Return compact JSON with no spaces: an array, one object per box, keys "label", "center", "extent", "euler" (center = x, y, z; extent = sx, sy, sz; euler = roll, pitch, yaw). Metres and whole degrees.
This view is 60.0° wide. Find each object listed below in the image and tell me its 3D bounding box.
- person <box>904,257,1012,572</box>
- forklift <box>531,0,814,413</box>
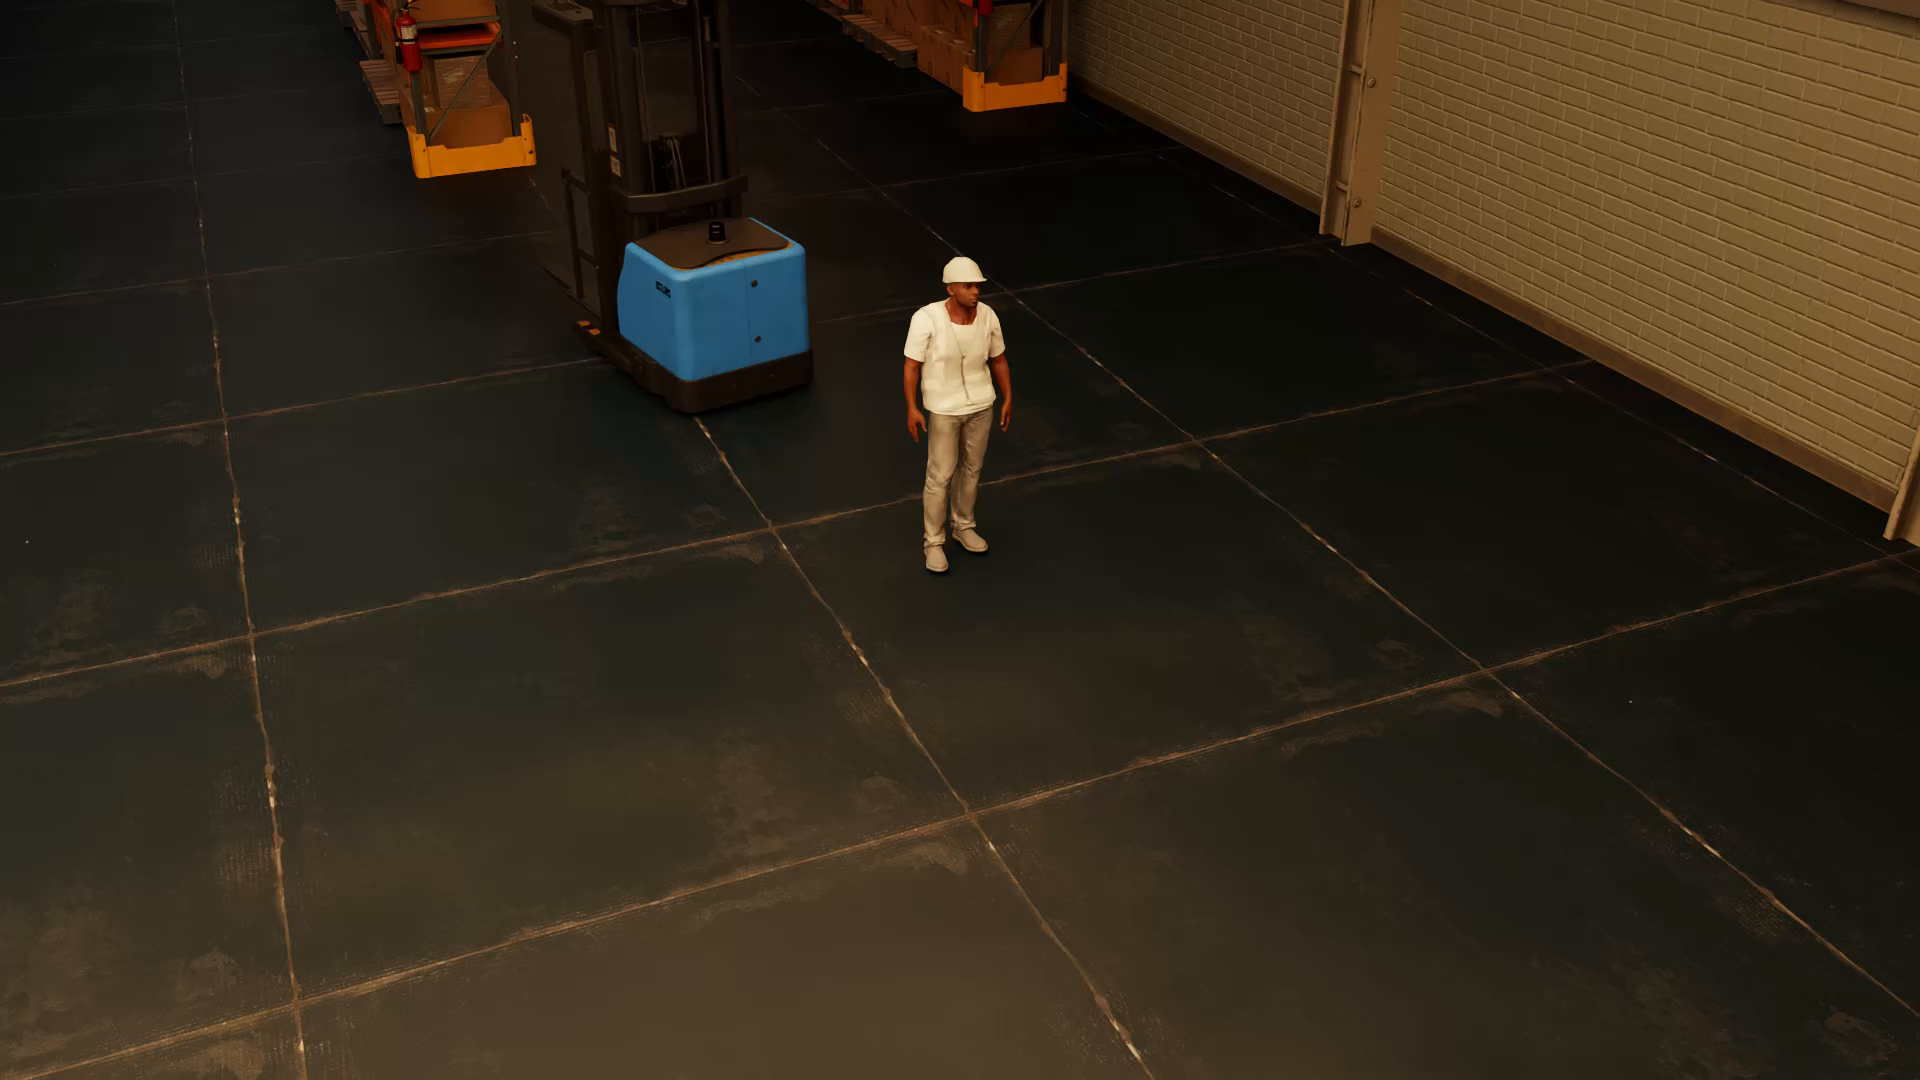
[{"label":"person","center":[0.022,-0.740,9.573],"extent":[0.665,1.765,0.577],"euler":[-12,32,-20]},{"label":"forklift","center":[-2.305,-2.827,12.064],"extent":[1.130,2.935,3.031],"euler":[-19,35,-30]}]
